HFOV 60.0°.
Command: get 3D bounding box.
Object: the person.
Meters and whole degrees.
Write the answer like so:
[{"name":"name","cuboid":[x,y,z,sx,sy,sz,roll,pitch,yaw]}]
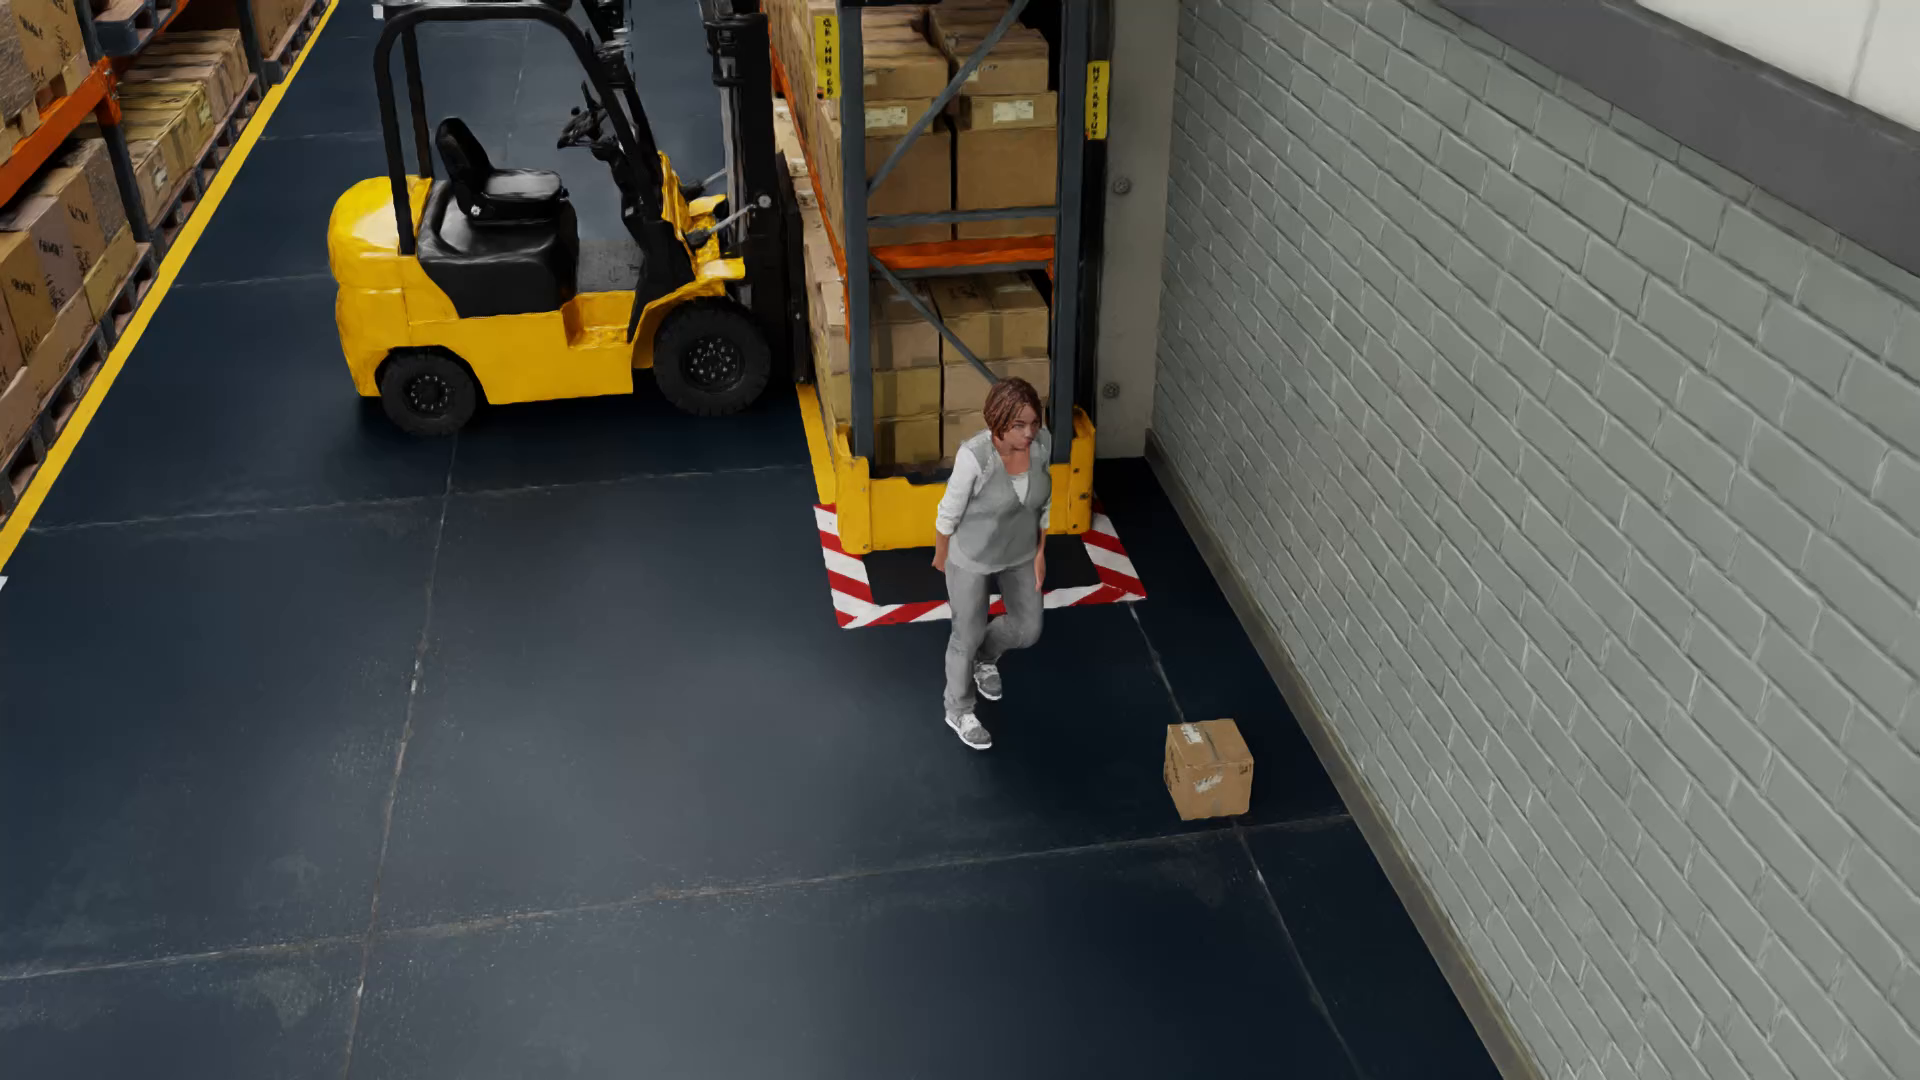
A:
[{"name":"person","cuboid":[0.104,0.058,6.063,0.420,1.574,0.581,-16,35,-25]}]
